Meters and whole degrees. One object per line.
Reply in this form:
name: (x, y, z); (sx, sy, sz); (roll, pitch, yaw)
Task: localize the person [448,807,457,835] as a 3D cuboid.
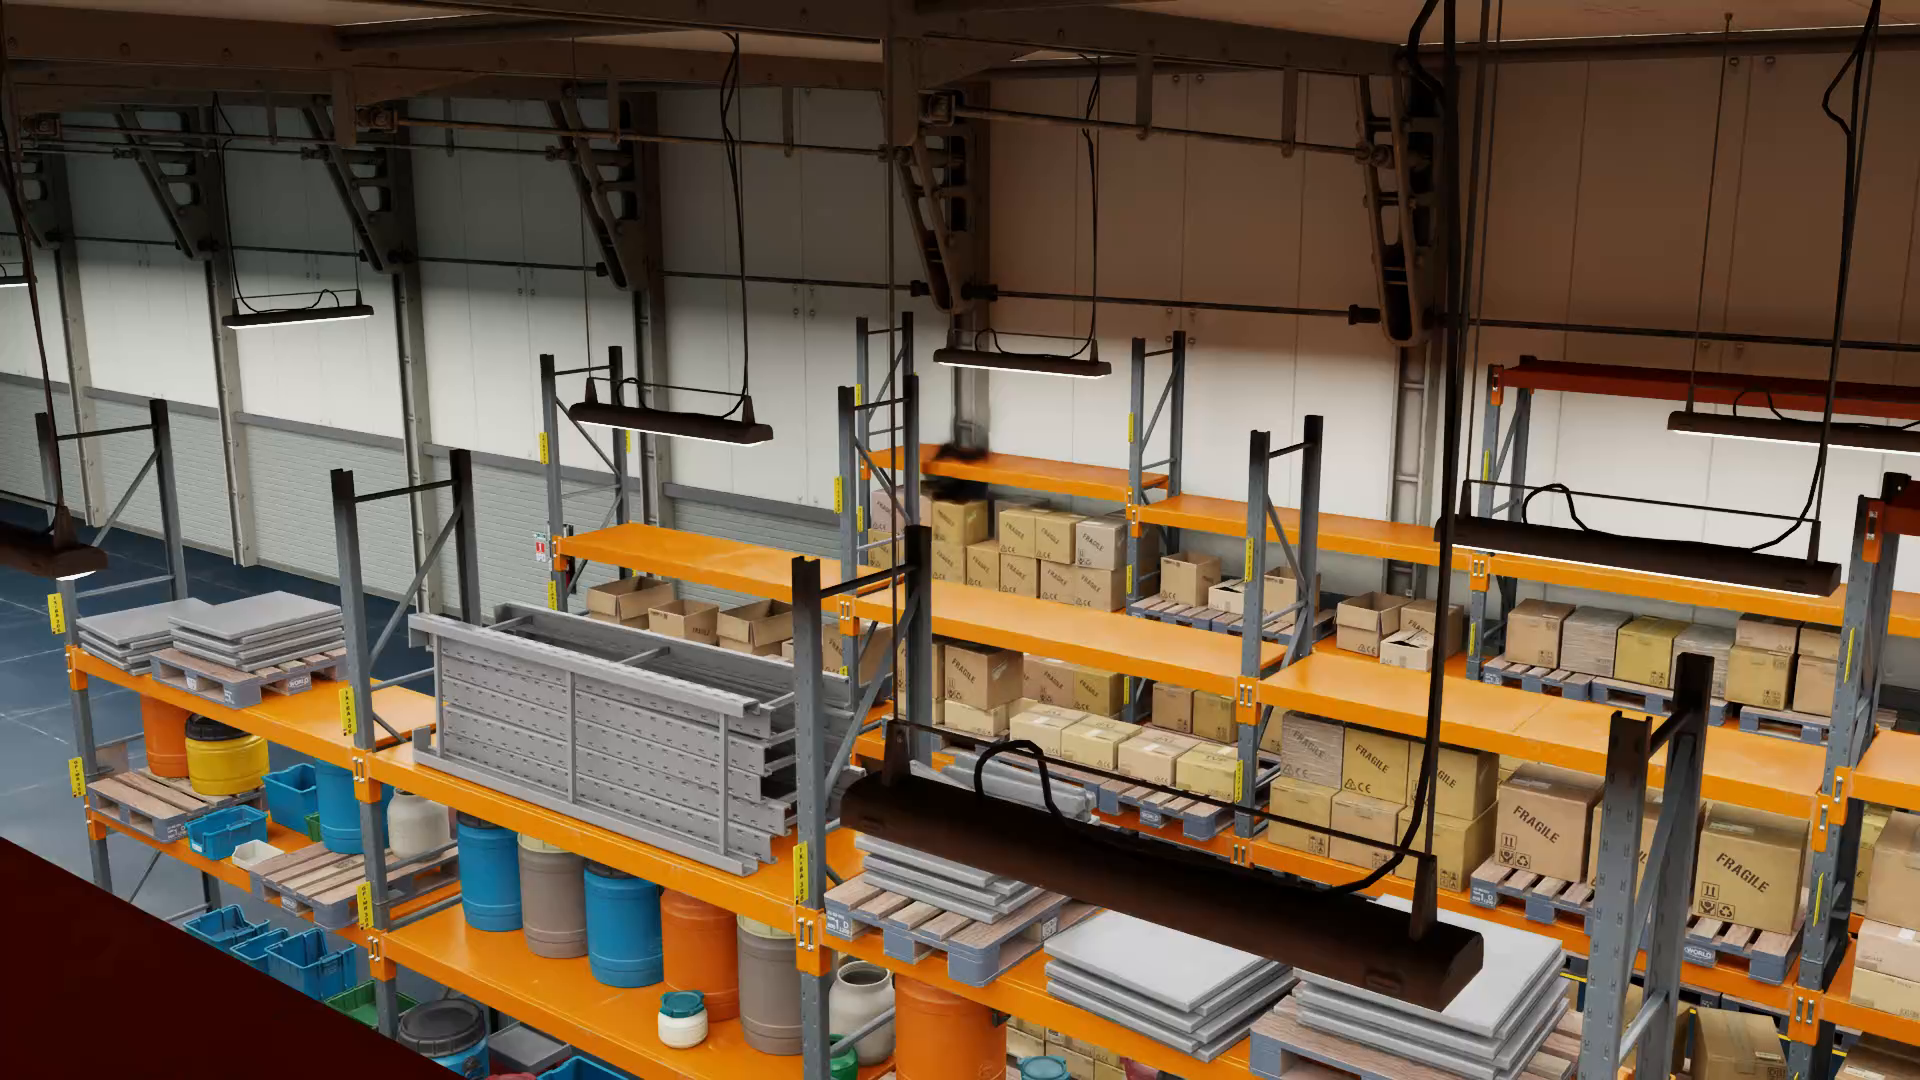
person: (-5.828, 2.919, 19.039); (0.662, 1.709, 0.568); (-5, 14, -20)
